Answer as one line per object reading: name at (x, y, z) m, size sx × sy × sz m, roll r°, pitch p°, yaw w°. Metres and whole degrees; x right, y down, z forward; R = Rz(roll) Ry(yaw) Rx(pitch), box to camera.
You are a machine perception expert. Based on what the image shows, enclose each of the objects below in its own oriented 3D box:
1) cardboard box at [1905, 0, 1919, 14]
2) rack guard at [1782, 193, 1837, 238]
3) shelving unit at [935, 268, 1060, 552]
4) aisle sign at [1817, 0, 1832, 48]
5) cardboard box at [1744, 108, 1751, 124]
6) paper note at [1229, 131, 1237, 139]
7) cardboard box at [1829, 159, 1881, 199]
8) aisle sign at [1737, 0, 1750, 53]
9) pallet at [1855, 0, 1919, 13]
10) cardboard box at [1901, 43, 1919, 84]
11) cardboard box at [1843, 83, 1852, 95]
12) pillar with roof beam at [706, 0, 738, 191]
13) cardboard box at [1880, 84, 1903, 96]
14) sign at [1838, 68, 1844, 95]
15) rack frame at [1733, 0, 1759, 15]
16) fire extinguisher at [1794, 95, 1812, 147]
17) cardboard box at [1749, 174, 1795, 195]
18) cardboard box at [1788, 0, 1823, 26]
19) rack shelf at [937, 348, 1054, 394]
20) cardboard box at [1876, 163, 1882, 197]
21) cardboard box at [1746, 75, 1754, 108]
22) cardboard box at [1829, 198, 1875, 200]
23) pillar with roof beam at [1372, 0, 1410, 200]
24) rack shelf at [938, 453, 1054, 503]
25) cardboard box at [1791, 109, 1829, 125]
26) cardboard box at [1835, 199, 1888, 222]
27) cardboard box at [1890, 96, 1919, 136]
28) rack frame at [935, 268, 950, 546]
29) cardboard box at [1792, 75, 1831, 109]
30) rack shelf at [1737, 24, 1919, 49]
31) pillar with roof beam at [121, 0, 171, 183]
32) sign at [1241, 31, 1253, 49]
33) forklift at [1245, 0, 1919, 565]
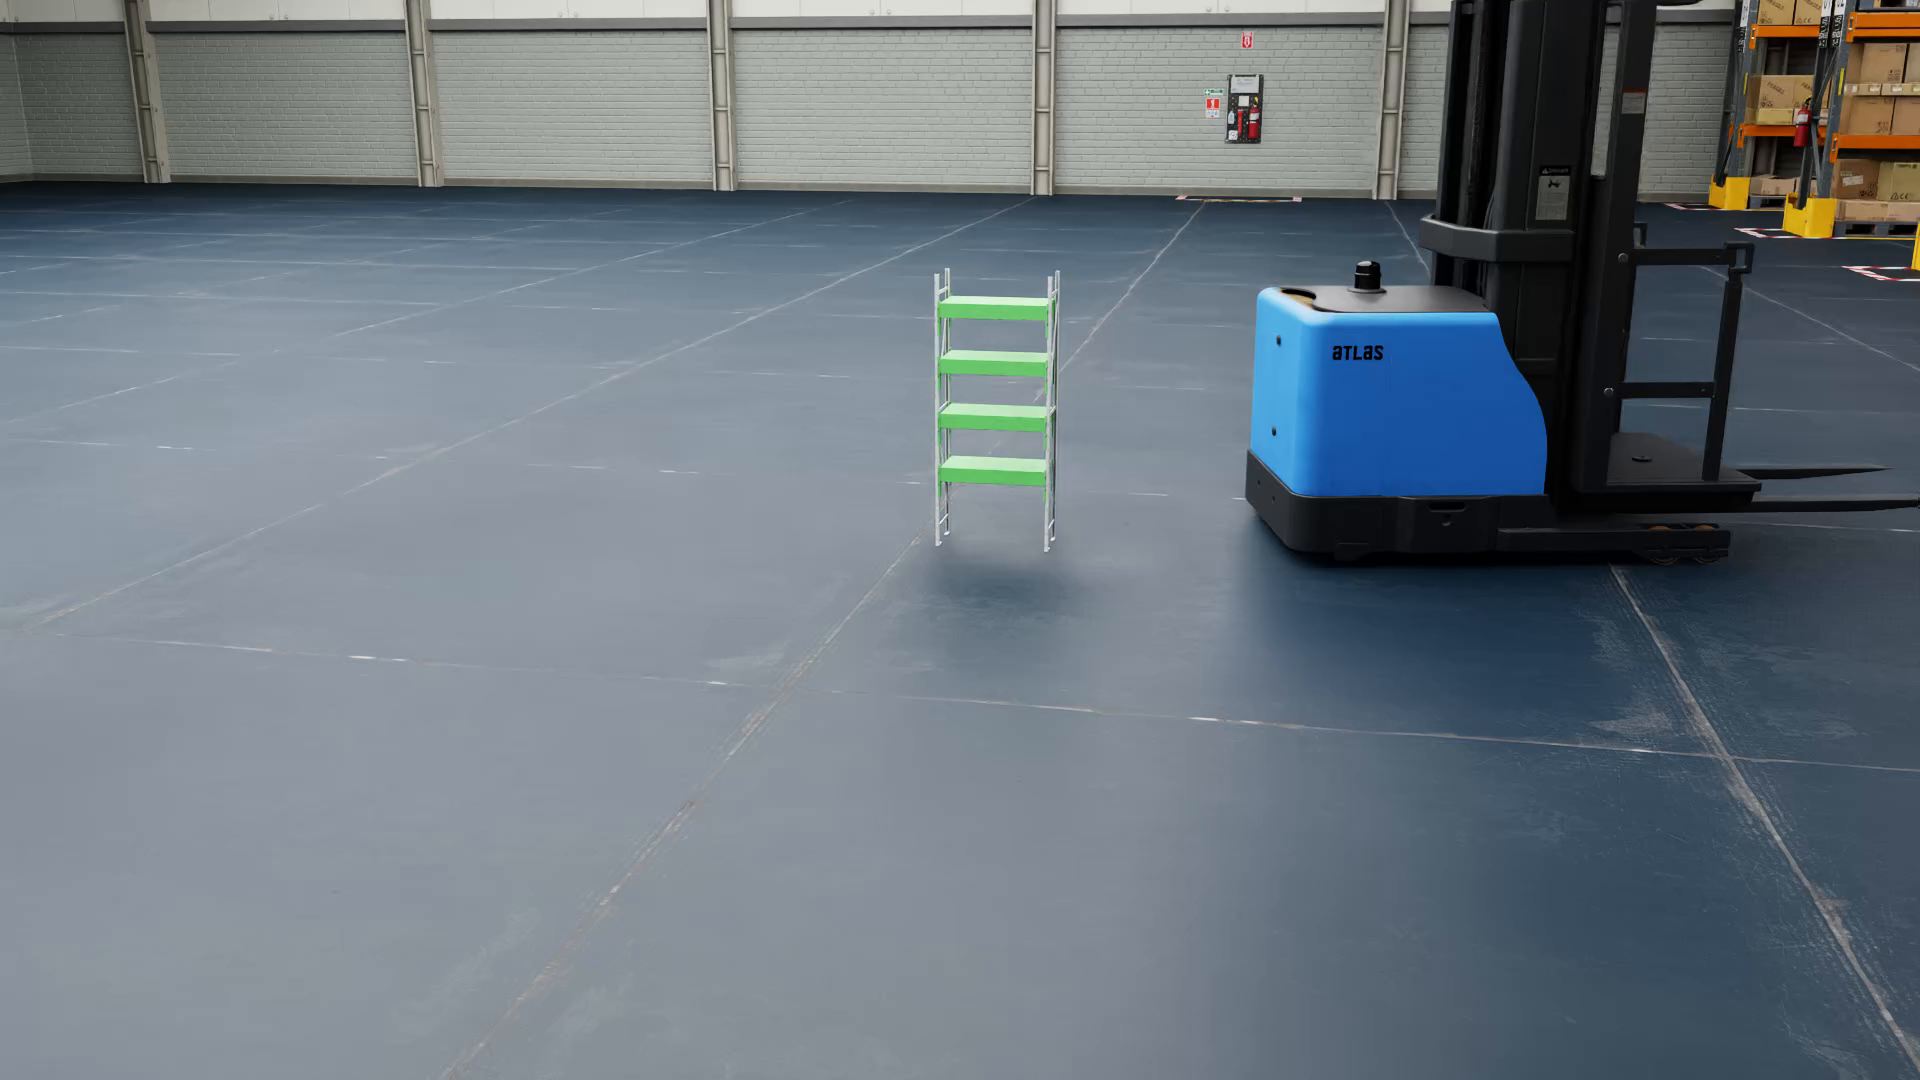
cardboard box at (14.725, -8.164, 25.500) m, size 0.500 × 0.500 × 0.500 m, roll 2°, pitch 16°, yaw 9°
rack guard at (11.385, -4.361, 22.301) m, size 0.348 × 0.500 × 1.175 m, roll 3°, pitch 16°, yaw 11°
shelving unit at (0.162, -0.569, 7.300) m, size 0.503 × 1.200 × 0.258 m, roll 3°, pitch 16°, yaw 11°
aisle sign at (11.403, -6.898, 21.905) m, size 0.004 × 0.787 × 0.394 m, roll 3°, pitch 16°, yaw 11°
cardboard box at (12.889, -6.824, 26.752) m, size 0.500 × 0.250 × 0.500 m, roll 3°, pitch 16°, yaw 12°
paper note at (4.797, -7.114, 29.203) m, size 0.142 × 0.148 × 0.016 m, roll 3°, pitch 16°, yaw 11°
cardboard box at (11.994, -4.853, 22.351) m, size 0.500 × 0.500 × 0.500 m, roll 3°, pitch 16°, yaw 11°
aisle sign at (12.262, -8.039, 26.025) m, size 0.004 × 0.787 × 0.394 m, roll 3°, pitch 16°, yaw 11°
pallet at (12.097, -6.923, 21.414) m, size 1.213 × 0.211 × 1.003 m, roll 3°, pitch 16°, yaw 11°
cardboard box at (12.432, -6.181, 21.568) m, size 0.500 × 0.500 × 0.700 m, roll 3°, pitch 16°, yaw 10°
cardboard box at (11.821, -5.955, 21.969) m, size 0.250 × 0.149 × 0.380 m, roll 3°, pitch 16°, yaw 10°
pillar with roof beam at (-5.246, -9.772, 25.914) m, size 0.400 × 9.000 × 9.100 m, roll 3°, pitch 16°, yaw 11°
cardboard box at (12.010, -5.835, 21.536) m, size 0.250 × 0.149 × 0.380 m, roll 3°, pitch 16°, yaw 10°
sign at (11.293, -5.875, 21.313) m, size 0.005 × 0.325 × 0.100 m, roll 3°, pitch 16°, yaw 11°
rack frame at (12.392, -9.752, 25.841) m, size 0.127 × 3.000 × 1.000 m, roll 3°, pitch 16°, yaw 11°
fire extinguisher at (11.386, -5.655, 22.434) m, size 0.183 × 0.674 × 0.296 m, roll 3°, pitch 16°, yaw 11°
cardboard box at (13.053, -5.717, 26.724) m, size 0.500 × 0.311 × 0.500 m, roll 1°, pitch 16°, yaw 5°
cardboard box at (13.190, -8.243, 25.788) m, size 0.500 × 0.500 × 0.500 m, roll 4°, pitch 16°, yaw 15°
rack shelf at (0.162, -0.739, 7.253) m, size 0.480 × 0.148 × 0.258 m, roll 3°, pitch 16°, yaw 11°
cardboard box at (14.320, -5.726, 26.401) m, size 0.500 × 0.500 × 0.700 m, roll 2°, pitch 16°, yaw 8°
cardboard box at (12.897, -7.190, 26.669) m, size 0.500 × 0.500 × 0.500 m, roll 3°, pitch 16°, yaw 10°
cardboard box at (11.993, -4.491, 22.450) m, size 0.500 × 0.250 × 0.500 m, roll 3°, pitch 16°, yaw 11°
pillar with roof beam at (6.513, -9.134, 23.610) m, size 0.400 × 9.000 × 9.100 m, roll 3°, pitch 16°, yaw 11°
rack shelf at (0.162, -0.277, 7.381) m, size 0.480 × 0.148 × 0.258 m, roll 3°, pitch 16°, yaw 11°
cardboard box at (13.319, -6.665, 26.179) m, size 0.500 × 0.250 × 0.500 m, roll 3°, pitch 16°, yaw 9°
cardboard box at (11.890, -4.355, 21.960) m, size 0.500 × 0.250 × 0.500 m, roll 3°, pitch 16°, yaw 11°
cardboard box at (12.379, -5.558, 21.751) m, size 0.500 × 0.500 × 0.700 m, roll 4°, pitch 16°, yaw 13°
rack frame at (-0.077, -0.582, 7.347) m, size 0.015 × 1.200 × 0.240 m, roll 3°, pitch 16°, yaw 11°
cardboard box at (13.283, -7.027, 26.079) m, size 0.500 × 0.500 × 0.500 m, roll 3°, pitch 16°, yaw 11°
rack shelf at (14.352, -7.853, 25.953) m, size 4.000 × 0.370 × 1.077 m, roll 3°, pitch 16°, yaw 11°
pillar with roof beam at (-17.005, -10.411, 28.219) m, size 0.400 × 9.000 × 9.100 m, roll 3°, pitch 16°, yaw 11°
sign at (4.969, -8.654, 28.773) m, size 0.199 × 0.298 × 0.001 m, roll 3°, pitch 16°, yaw 11°
forklift at (2.894, -1.446, 7.223) m, size 3.031 × 2.935 × 1.130 m, roll -1°, pitch 15°, yaw -2°
